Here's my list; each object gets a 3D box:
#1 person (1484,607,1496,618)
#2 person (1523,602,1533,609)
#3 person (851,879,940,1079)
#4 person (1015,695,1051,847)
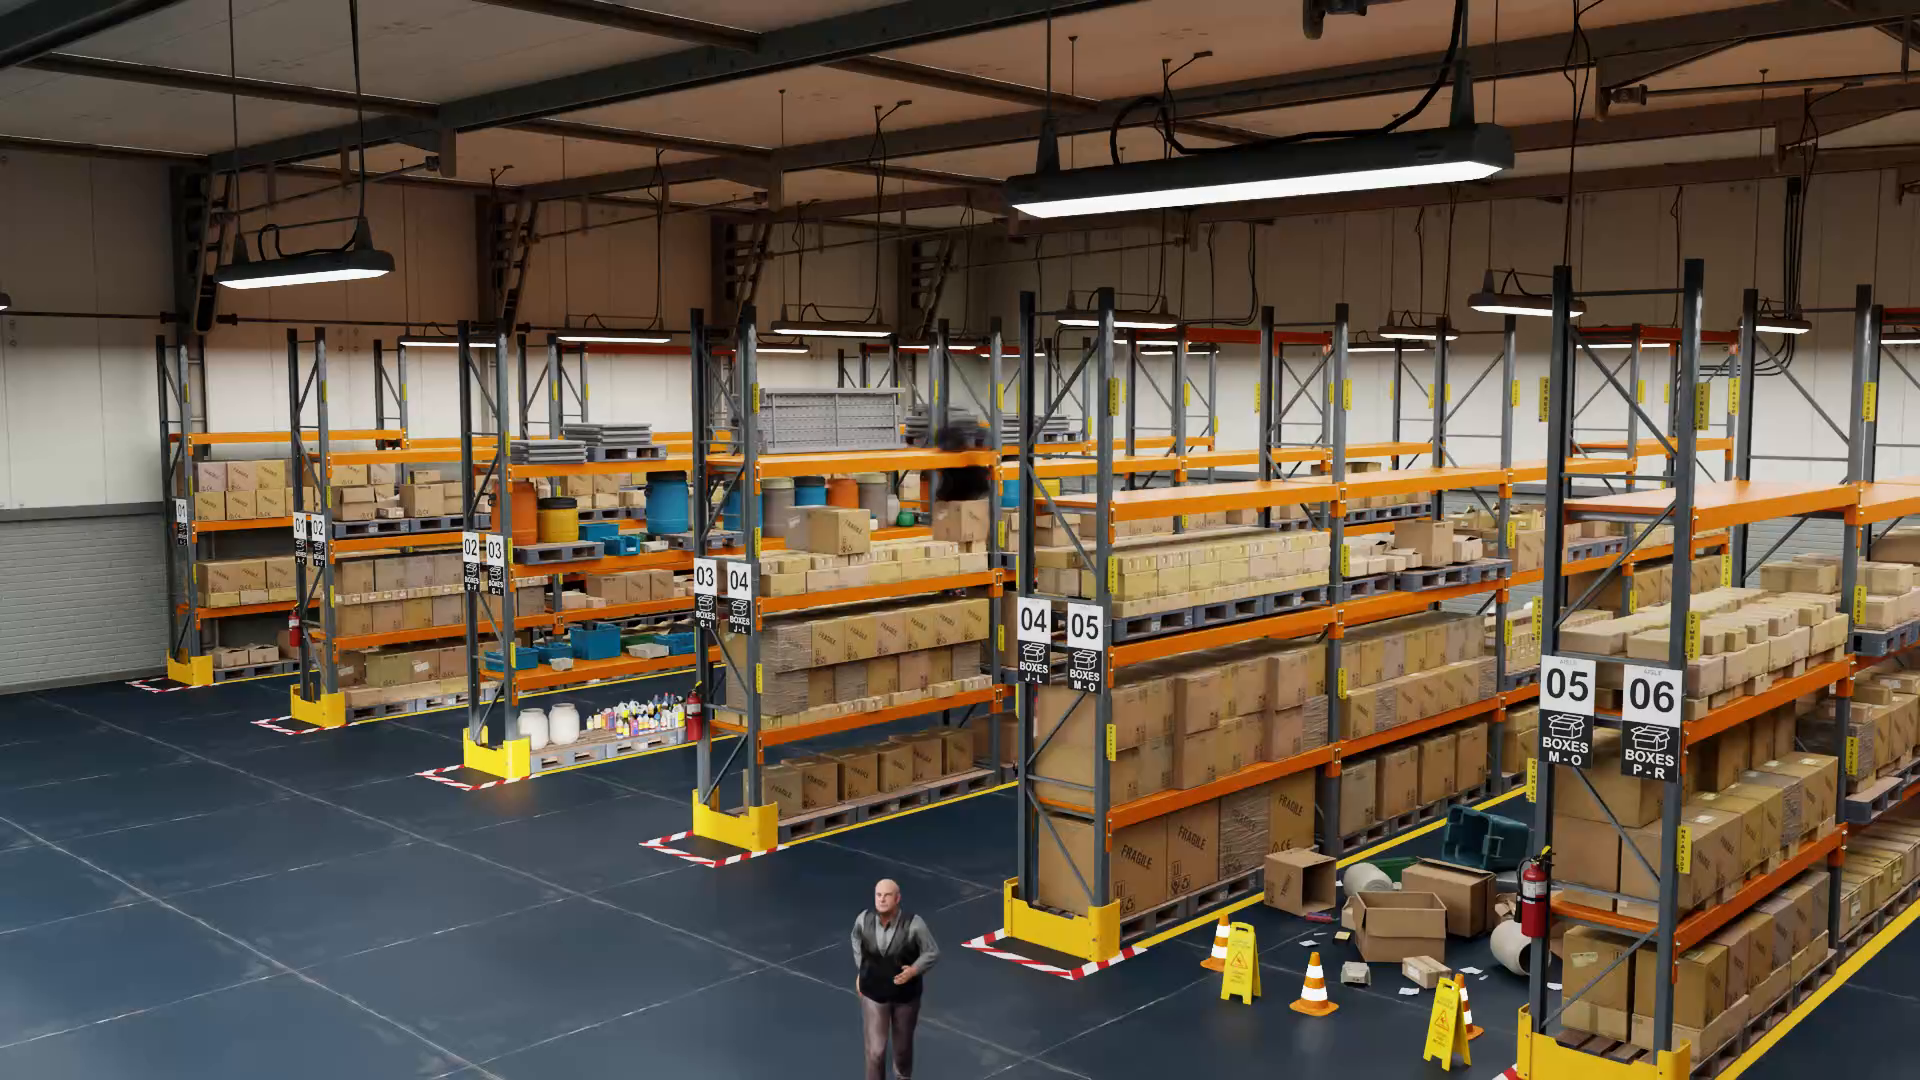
[{"bbox_3d":[8.205,1.901,25.527,0.808,1.766,0.690,-5,7,-40],"label":"person"},{"bbox_3d":[9.252,1.835,26.710,0.671,1.743,0.982,4,7,34],"label":"person"},{"bbox_3d":[-0.456,3.217,11.647,0.652,1.769,0.800,0,5,5],"label":"person"},{"bbox_3d":[0.903,2.568,18.351,0.673,1.739,0.585,4,7,36],"label":"person"}]
